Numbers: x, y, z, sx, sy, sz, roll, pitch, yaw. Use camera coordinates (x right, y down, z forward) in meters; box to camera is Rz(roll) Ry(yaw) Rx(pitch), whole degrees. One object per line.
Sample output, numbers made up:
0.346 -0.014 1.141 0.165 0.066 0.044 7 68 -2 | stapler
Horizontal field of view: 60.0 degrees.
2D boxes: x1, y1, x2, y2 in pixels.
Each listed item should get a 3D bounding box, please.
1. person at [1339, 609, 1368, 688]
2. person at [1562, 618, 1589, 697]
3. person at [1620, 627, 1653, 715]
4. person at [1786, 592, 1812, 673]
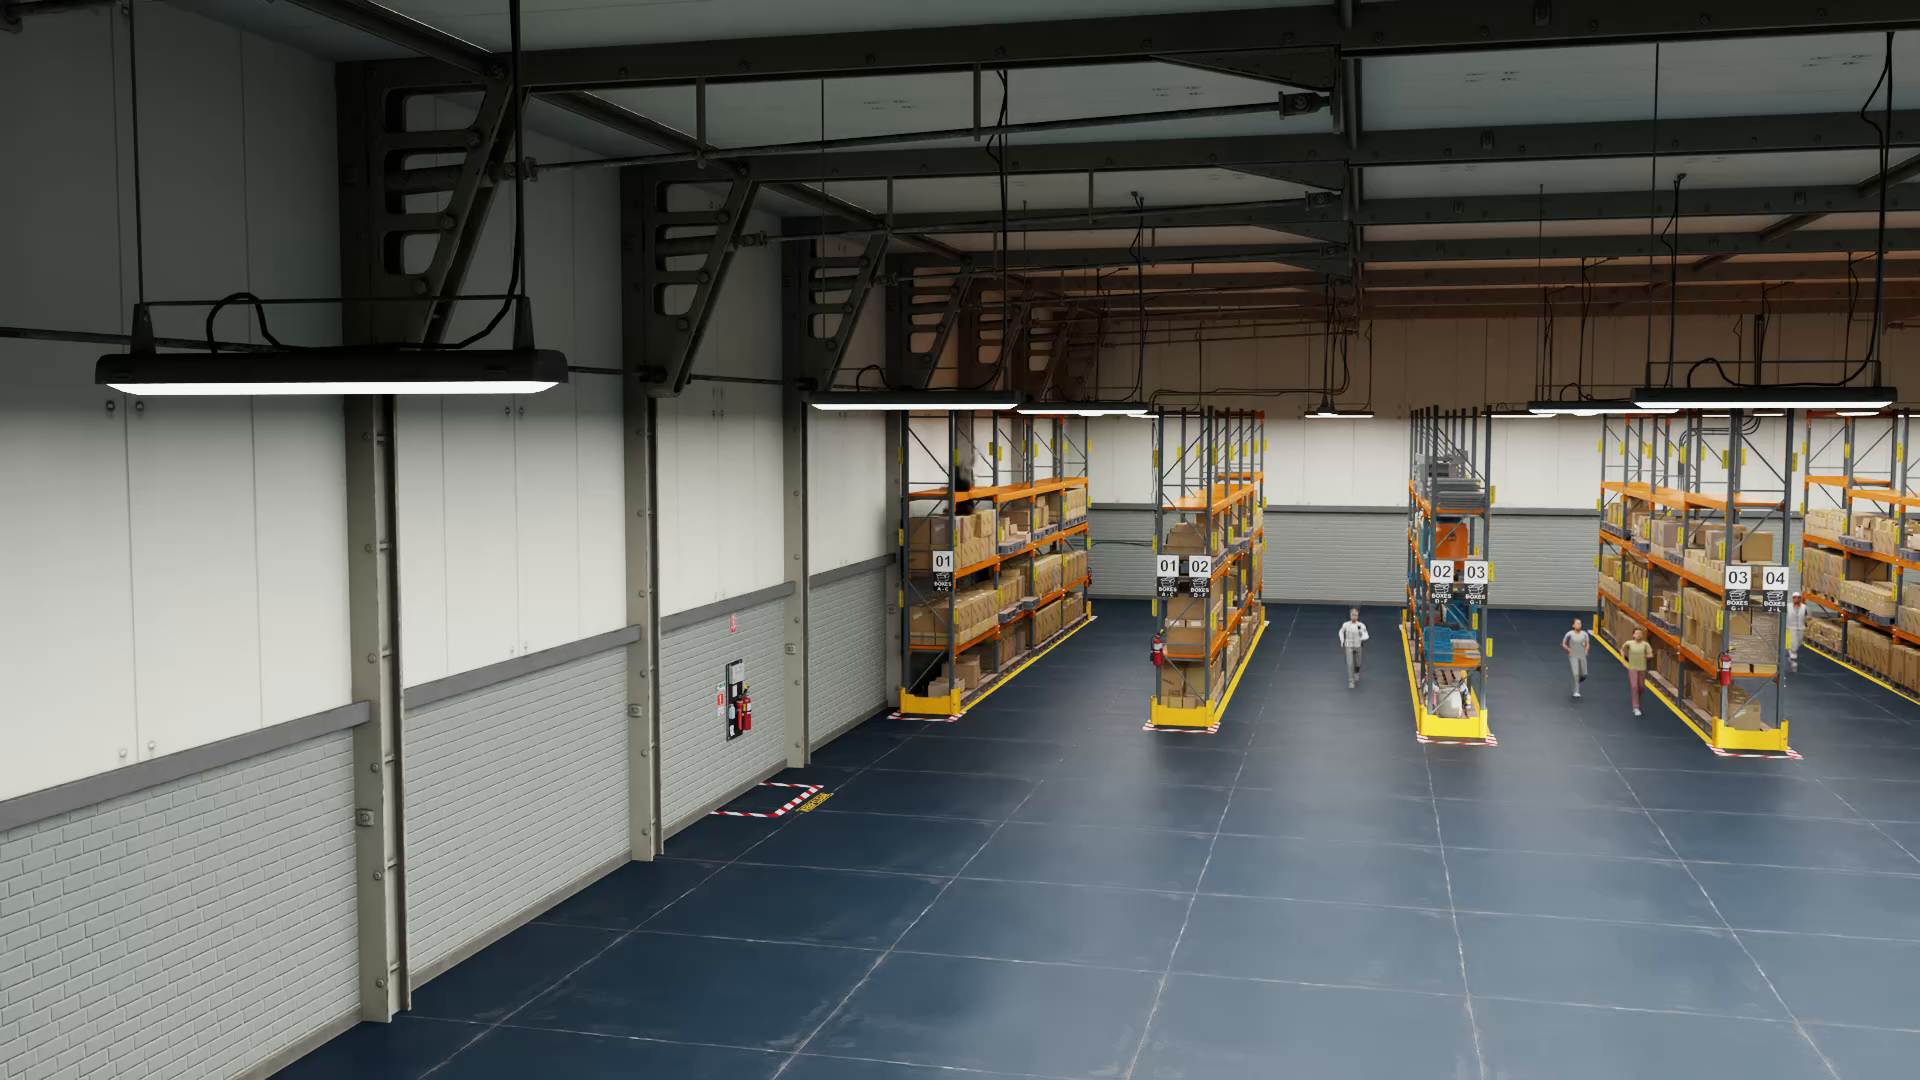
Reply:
8.469 2.310 35.799 0.624 1.669 0.874 1 4 12 | person
12.800 2.432 34.546 0.561 1.619 0.591 0 4 3 | person
13.233 2.532 32.496 0.574 1.655 0.969 1 4 9 | person
19.171 2.099 38.104 0.623 1.839 0.845 1 4 12 | person
